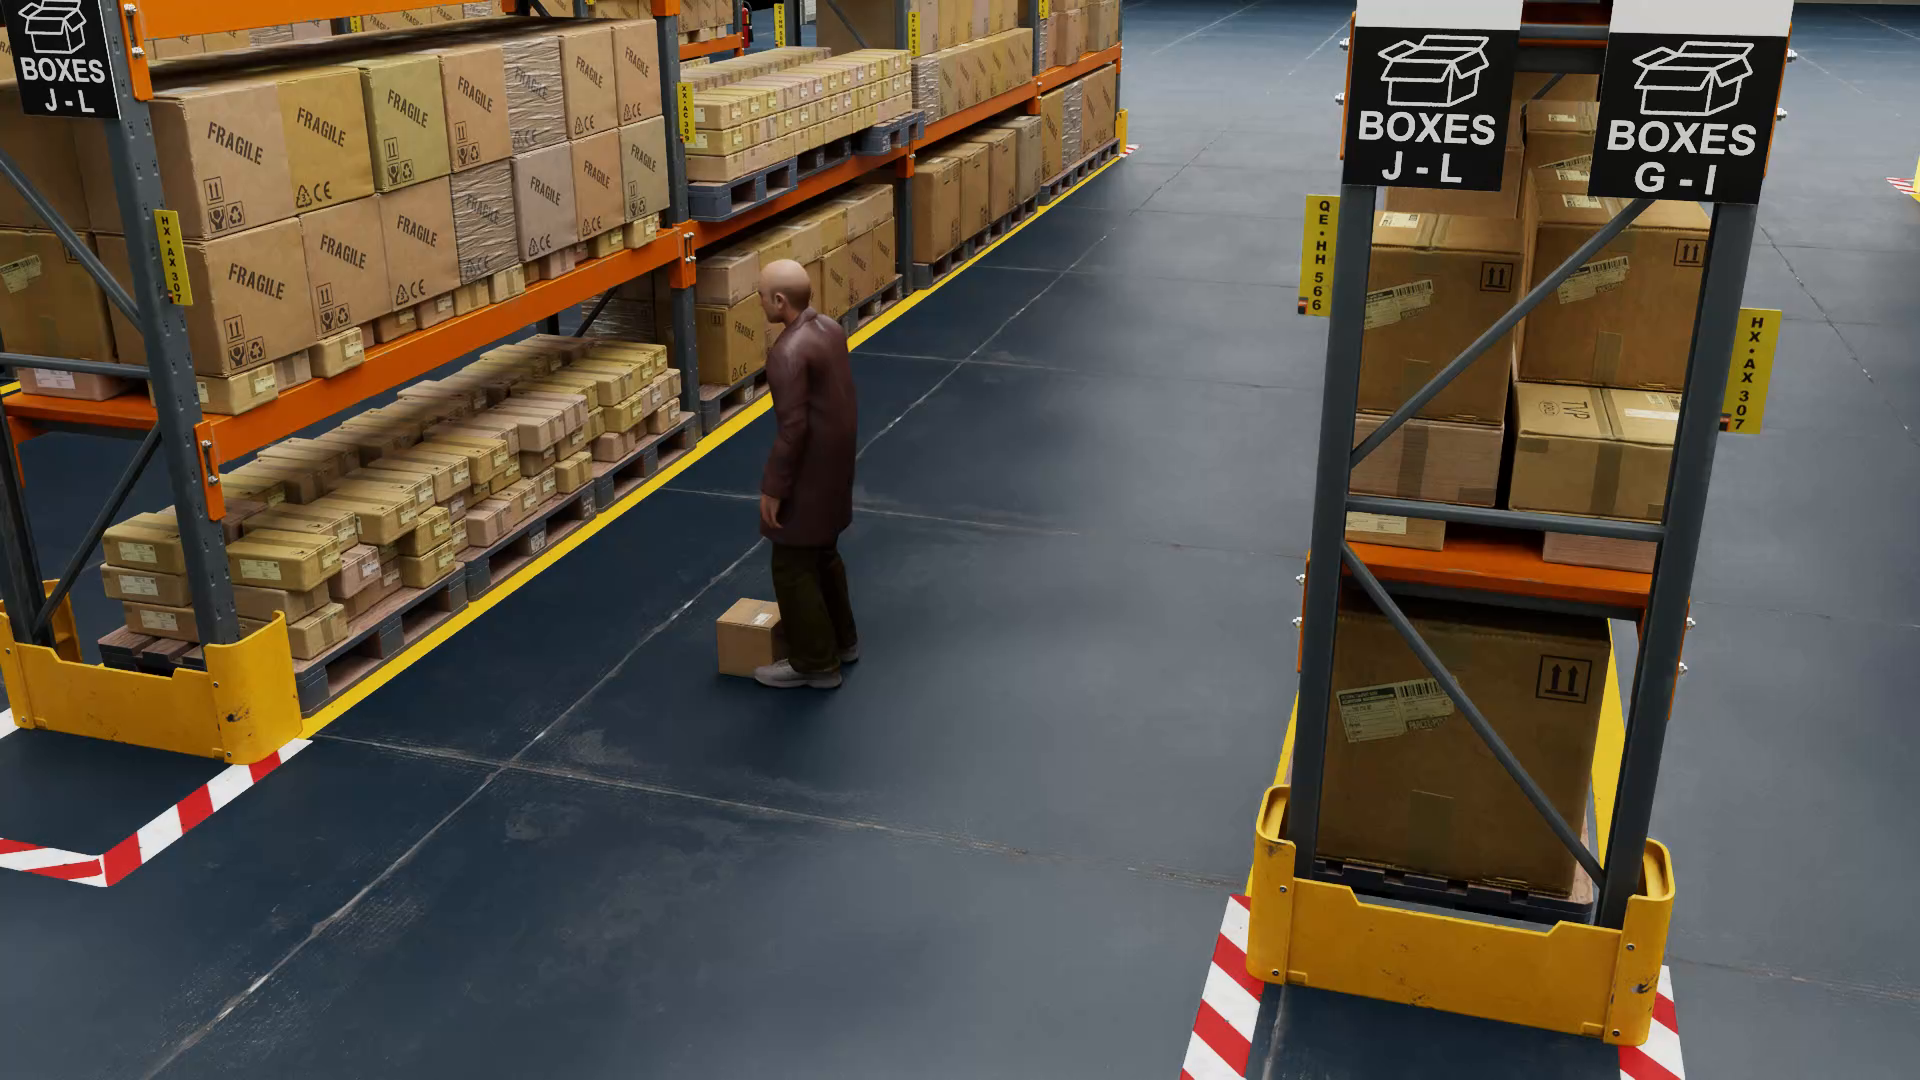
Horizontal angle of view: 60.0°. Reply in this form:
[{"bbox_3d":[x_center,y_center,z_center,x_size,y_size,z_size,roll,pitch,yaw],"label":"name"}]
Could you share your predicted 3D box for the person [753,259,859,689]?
[{"bbox_3d":[-0.631,-0.263,6.769,0.423,1.774,0.643,6,23,16],"label":"person"}]
